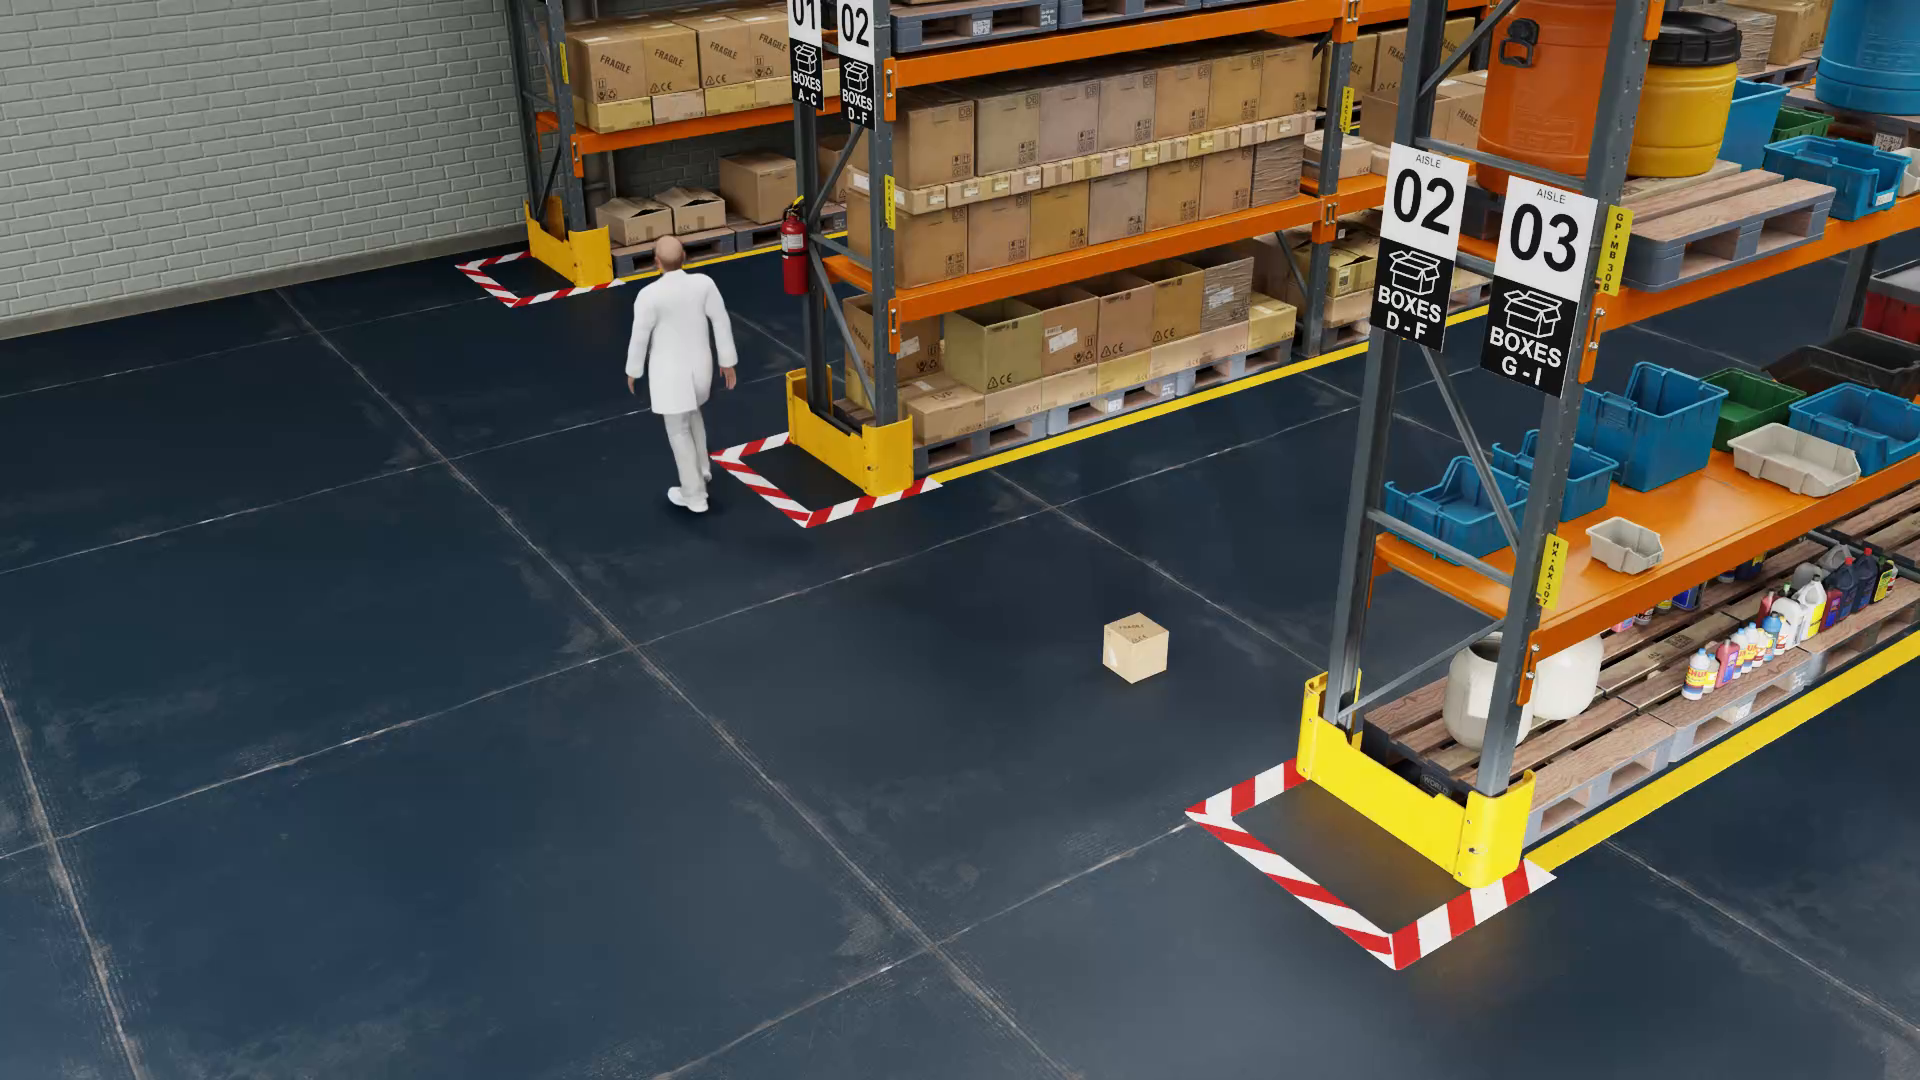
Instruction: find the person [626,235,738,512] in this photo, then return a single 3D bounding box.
[{"bbox_3d":[-1.758,-1.032,10.608,0.662,1.857,0.576,-19,34,-31],"label":"person"}]
